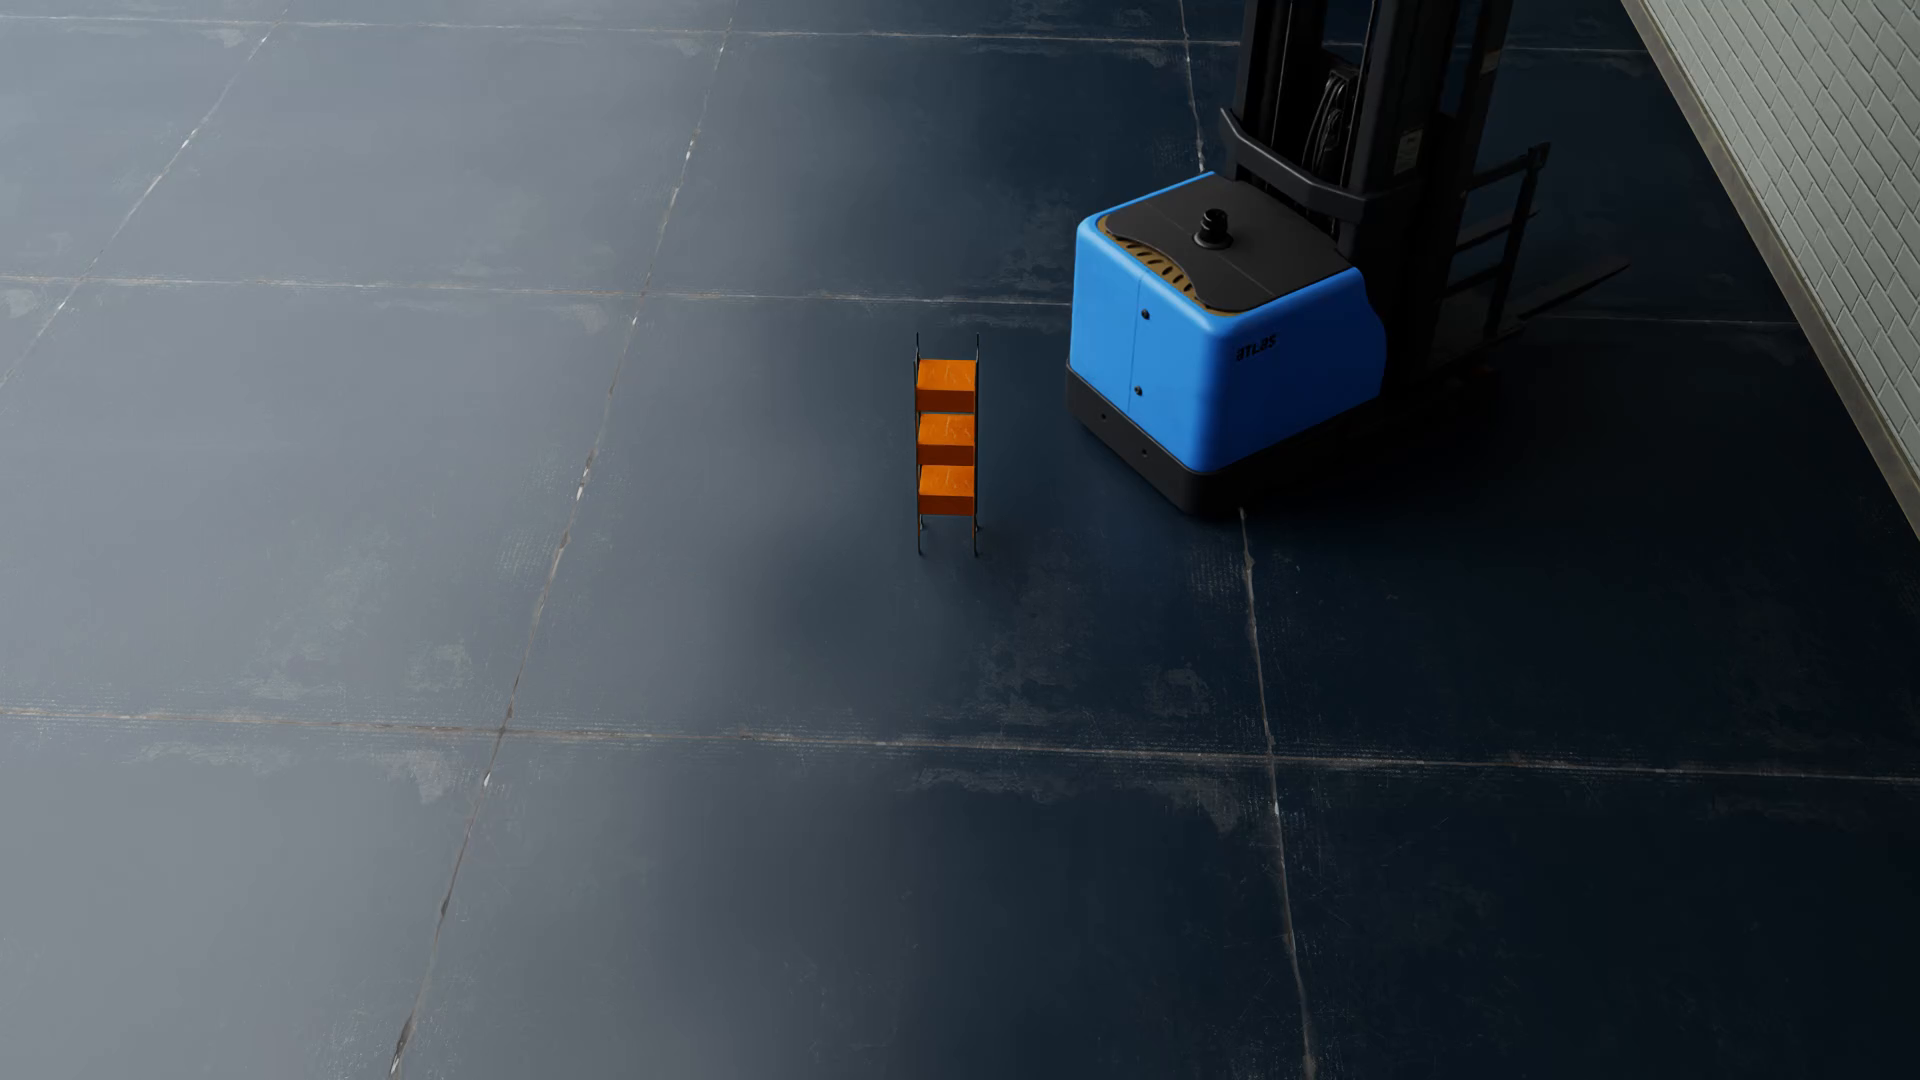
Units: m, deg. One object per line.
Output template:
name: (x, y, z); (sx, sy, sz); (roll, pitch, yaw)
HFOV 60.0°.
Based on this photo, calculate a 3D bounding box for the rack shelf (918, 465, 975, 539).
rack shelf: (-0.053, -0.175, 7.176); (0.240, 0.259, 0.215); (2, 43, 2)

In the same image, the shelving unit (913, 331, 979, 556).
shelving unit: (-0.053, -0.386, 6.979); (0.252, 1.050, 0.215); (2, 43, 2)

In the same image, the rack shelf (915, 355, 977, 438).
rack shelf: (-0.053, -0.586, 6.793); (0.240, 0.259, 0.215); (2, 43, 2)

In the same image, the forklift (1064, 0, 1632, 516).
forklift: (2.008, -1.965, 7.294); (3.031, 2.935, 1.130); (-24, 48, -24)

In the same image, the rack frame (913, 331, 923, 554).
rack frame: (-0.175, -0.390, 6.983); (0.008, 1.050, 0.200); (2, 43, 2)

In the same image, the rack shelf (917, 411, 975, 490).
rack shelf: (-0.053, -0.378, 6.987); (0.240, 0.259, 0.215); (2, 43, 2)

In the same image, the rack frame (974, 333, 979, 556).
rack frame: (0.068, -0.382, 6.975); (0.008, 1.050, 0.200); (2, 43, 2)
